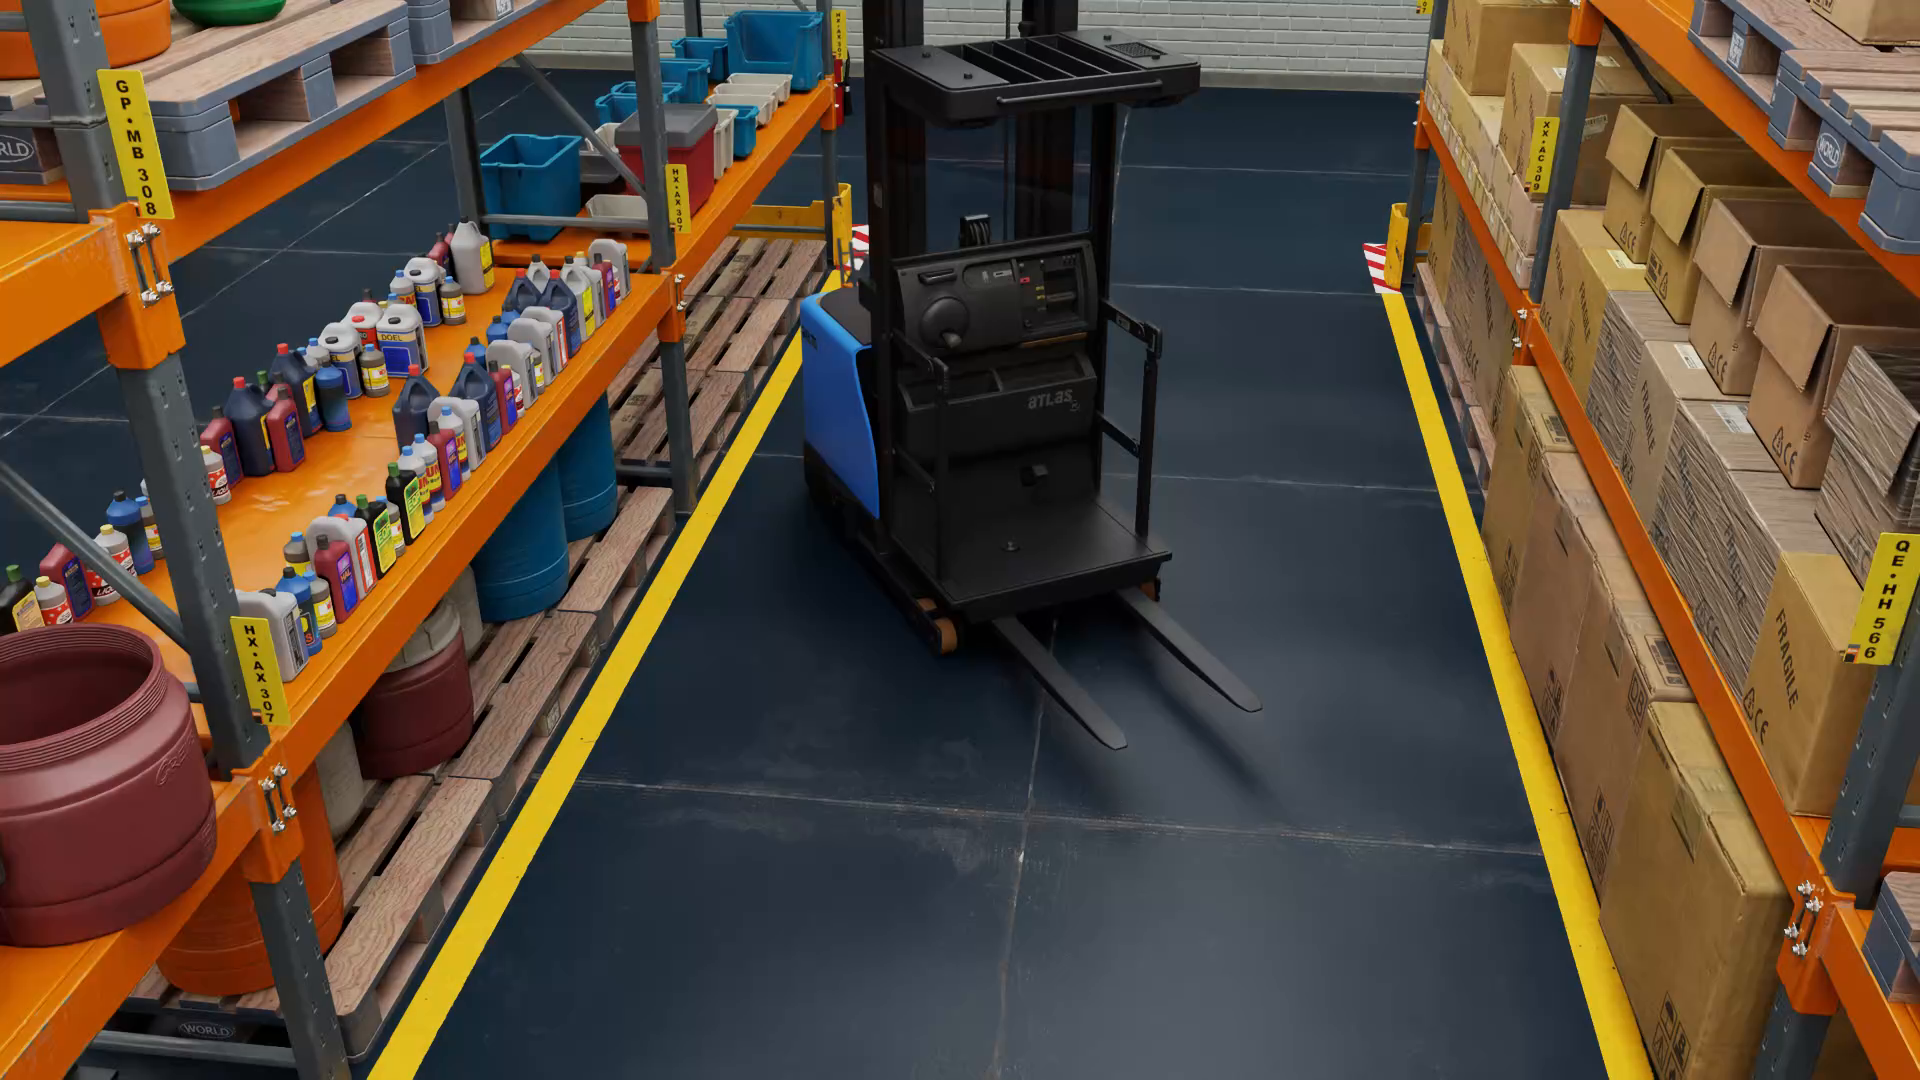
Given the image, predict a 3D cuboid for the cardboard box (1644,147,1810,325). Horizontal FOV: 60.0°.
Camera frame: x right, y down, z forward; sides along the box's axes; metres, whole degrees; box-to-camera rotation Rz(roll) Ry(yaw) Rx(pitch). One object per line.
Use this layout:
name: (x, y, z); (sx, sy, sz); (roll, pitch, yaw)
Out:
cardboard box: (2.893, -1.073, 5.916); (0.797, 0.503, 0.637); (4, 29, 7)

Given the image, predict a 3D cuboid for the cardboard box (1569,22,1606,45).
cardboard box: (3.750, -3.244, 10.163); (0.500, 0.500, 0.500); (4, 29, 7)

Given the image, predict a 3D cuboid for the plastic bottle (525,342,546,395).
plastic bottle: (-1.695, -0.678, 6.556); (0.097, 0.201, 0.097); (0, 28, 0)

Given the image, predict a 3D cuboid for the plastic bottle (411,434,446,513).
plastic bottle: (-1.819, -0.232, 5.654); (0.097, 0.271, 0.097); (0, 28, 0)

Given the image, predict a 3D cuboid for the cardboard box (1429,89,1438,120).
cardboard box: (3.148, -2.714, 10.391); (0.380, 0.149, 0.250); (3, 28, 5)

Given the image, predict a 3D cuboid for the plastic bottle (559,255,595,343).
plastic bottle: (-1.645, -1.025, 7.043); (0.144, 0.351, 0.185); (3, 28, 6)

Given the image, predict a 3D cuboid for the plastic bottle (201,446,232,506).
plastic bottle: (-2.577, -0.226, 5.717); (0.097, 0.201, 0.097); (0, 28, 0)

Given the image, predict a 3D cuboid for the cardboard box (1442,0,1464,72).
cardboard box: (3.161, -3.043, 9.790); (0.500, 0.500, 0.500); (3, 28, 5)

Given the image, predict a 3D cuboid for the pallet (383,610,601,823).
pallet: (-2.140, 0.665, 6.792); (1.003, 0.211, 1.213); (3, 28, 6)

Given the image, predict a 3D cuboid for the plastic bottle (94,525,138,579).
plastic bottle: (-2.649, 0.049, 5.207); (0.097, 0.201, 0.097); (0, 28, 0)

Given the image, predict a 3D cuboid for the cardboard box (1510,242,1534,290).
cardboard box: (2.771, -1.263, 7.696); (0.380, 0.149, 0.250); (4, 29, 6)

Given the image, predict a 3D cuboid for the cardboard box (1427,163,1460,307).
cardboard box: (3.550, -2.037, 10.667); (0.875, 0.875, 0.875); (3, 28, 6)

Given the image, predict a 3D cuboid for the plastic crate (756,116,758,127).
plastic crate: (-1.365, -2.489, 9.922); (0.298, 0.136, 0.250); (3, 28, 6)

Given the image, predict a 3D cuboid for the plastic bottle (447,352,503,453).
plastic bottle: (-1.780, -0.507, 6.080); (0.144, 0.351, 0.185); (3, 28, 6)

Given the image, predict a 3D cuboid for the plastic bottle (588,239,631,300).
plastic bottle: (-1.585, -1.240, 7.520); (0.152, 0.276, 0.135); (3, 28, 6)

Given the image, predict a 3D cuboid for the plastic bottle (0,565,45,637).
plastic bottle: (-2.721, 0.220, 4.802); (0.061, 0.283, 0.133); (3, 28, 6)

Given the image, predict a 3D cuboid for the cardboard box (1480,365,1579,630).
cardboard box: (3.000, -0.158, 7.178); (1.225, 0.875, 0.875); (3, 29, 6)

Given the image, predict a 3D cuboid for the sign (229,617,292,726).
sign: (-1.800, 0.341, 4.283); (0.100, 0.325, 0.005); (3, 28, 6)

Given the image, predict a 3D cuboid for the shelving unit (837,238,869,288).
shelving unit: (-0.453, -1.007, 8.838); (0.258, 1.200, 0.189); (-12, 20, -21)

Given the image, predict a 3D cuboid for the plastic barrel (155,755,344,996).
plastic barrel: (-2.304, 0.923, 5.219); (0.600, 0.830, 0.708); (3, 28, 6)

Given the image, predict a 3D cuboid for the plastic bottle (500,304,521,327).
plastic bottle: (-1.817, -0.827, 6.758); (0.097, 0.271, 0.097); (0, 28, 0)

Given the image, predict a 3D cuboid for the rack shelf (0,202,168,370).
rack shelf: (-2.592, 0.322, 2.086); (1.077, 0.370, 4.000); (3, 28, 6)

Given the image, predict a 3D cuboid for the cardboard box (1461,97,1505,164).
cardboard box: (3.041, -2.221, 9.055); (0.500, 0.250, 0.500); (3, 28, 5)

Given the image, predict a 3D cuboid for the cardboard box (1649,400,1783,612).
cardboard box: (2.510, -0.098, 5.163); (0.500, 0.500, 0.500); (2, 28, 5)

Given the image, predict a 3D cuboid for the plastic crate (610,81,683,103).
plastic crate: (-1.885, -2.618, 10.059); (0.416, 0.233, 0.300); (3, 28, 6)

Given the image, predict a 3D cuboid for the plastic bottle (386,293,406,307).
plastic bottle: (-2.390, -0.945, 7.050); (0.097, 0.201, 0.097); (0, 28, 0)

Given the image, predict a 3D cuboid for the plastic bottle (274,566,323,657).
plastic bottle: (-1.932, 0.203, 4.847); (0.097, 0.271, 0.097); (0, 28, 0)

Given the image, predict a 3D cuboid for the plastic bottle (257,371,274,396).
plastic bottle: (-2.542, -0.468, 6.078); (0.061, 0.283, 0.133); (3, 28, 6)

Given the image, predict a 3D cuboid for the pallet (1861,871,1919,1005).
pallet: (2.587, 1.098, 3.252); (1.213, 0.211, 1.003); (3, 28, 6)

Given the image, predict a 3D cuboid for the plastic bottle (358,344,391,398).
plastic bottle: (-2.308, -0.672, 6.544); (0.097, 0.201, 0.097); (0, 28, 0)

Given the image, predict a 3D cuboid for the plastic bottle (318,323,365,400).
plastic bottle: (-2.434, -0.703, 6.524); (0.152, 0.276, 0.135); (3, 28, 6)

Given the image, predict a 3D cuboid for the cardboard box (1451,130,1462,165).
cardboard box: (3.023, -2.230, 9.491); (0.380, 0.149, 0.250); (3, 28, 6)

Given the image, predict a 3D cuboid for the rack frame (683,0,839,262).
rack frame: (-1.367, -3.382, 11.364); (1.000, 3.000, 0.127); (3, 28, 6)

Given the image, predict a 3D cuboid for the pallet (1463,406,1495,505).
pallet: (3.229, -0.337, 8.653); (1.003, 0.211, 1.213); (3, 28, 6)

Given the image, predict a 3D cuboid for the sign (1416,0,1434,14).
sign: (2.999, -3.545, 10.671); (0.100, 0.325, 0.005); (3, 28, 6)

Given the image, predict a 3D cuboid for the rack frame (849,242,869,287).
rack frame: (-0.417, -0.983, 8.757); (0.240, 1.200, 0.006); (-12, 20, -21)

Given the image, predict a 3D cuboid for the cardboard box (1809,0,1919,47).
cardboard box: (2.590, -1.580, 4.310); (0.500, 0.500, 0.500); (5, 29, 9)

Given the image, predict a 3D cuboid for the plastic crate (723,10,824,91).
plastic crate: (-1.223, -3.255, 11.029); (0.616, 0.435, 0.499); (3, 28, 6)

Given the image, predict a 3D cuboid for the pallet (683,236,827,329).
pallet: (-1.507, -1.768, 11.309); (1.003, 0.211, 1.213); (3, 28, 6)

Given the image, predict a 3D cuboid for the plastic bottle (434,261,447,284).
plastic bottle: (-2.338, -1.145, 7.423); (0.097, 0.201, 0.097); (0, 28, 0)

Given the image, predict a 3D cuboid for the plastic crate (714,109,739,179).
plastic crate: (-1.487, -2.181, 9.198); (0.437, 0.282, 0.530); (3, 28, 6)

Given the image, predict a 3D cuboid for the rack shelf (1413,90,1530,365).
rack shelf: (3.304, -1.836, 9.253); (1.077, 0.370, 4.000); (3, 28, 6)

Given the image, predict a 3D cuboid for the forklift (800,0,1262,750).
forklift: (0.261, -1.018, 7.050); (1.130, 2.935, 3.031); (-12, 31, -21)

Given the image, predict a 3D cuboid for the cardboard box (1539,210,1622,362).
cardboard box: (2.754, -1.053, 6.937); (0.500, 0.500, 0.500); (3, 29, 6)

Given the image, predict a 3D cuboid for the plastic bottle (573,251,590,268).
plastic bottle: (-1.711, -1.206, 7.535); (0.097, 0.201, 0.097); (0, 28, 0)

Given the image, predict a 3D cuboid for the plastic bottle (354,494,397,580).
plastic bottle: (-1.855, -0.028, 5.262); (0.061, 0.283, 0.133); (3, 28, 6)

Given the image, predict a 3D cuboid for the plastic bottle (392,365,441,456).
plastic bottle: (-1.947, -0.452, 5.979); (0.144, 0.351, 0.185); (3, 28, 6)

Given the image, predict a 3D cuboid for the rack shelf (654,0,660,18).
rack shelf: (-1.612, -3.444, 9.076); (1.077, 0.370, 4.000); (3, 28, 6)

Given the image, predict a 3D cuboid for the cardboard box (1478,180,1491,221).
cardboard box: (2.896, -1.747, 8.596); (0.380, 0.149, 0.250); (4, 29, 7)

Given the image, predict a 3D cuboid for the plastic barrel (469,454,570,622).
plastic barrel: (-2.027, -0.172, 7.175); (0.600, 0.901, 0.708); (3, 28, 6)
